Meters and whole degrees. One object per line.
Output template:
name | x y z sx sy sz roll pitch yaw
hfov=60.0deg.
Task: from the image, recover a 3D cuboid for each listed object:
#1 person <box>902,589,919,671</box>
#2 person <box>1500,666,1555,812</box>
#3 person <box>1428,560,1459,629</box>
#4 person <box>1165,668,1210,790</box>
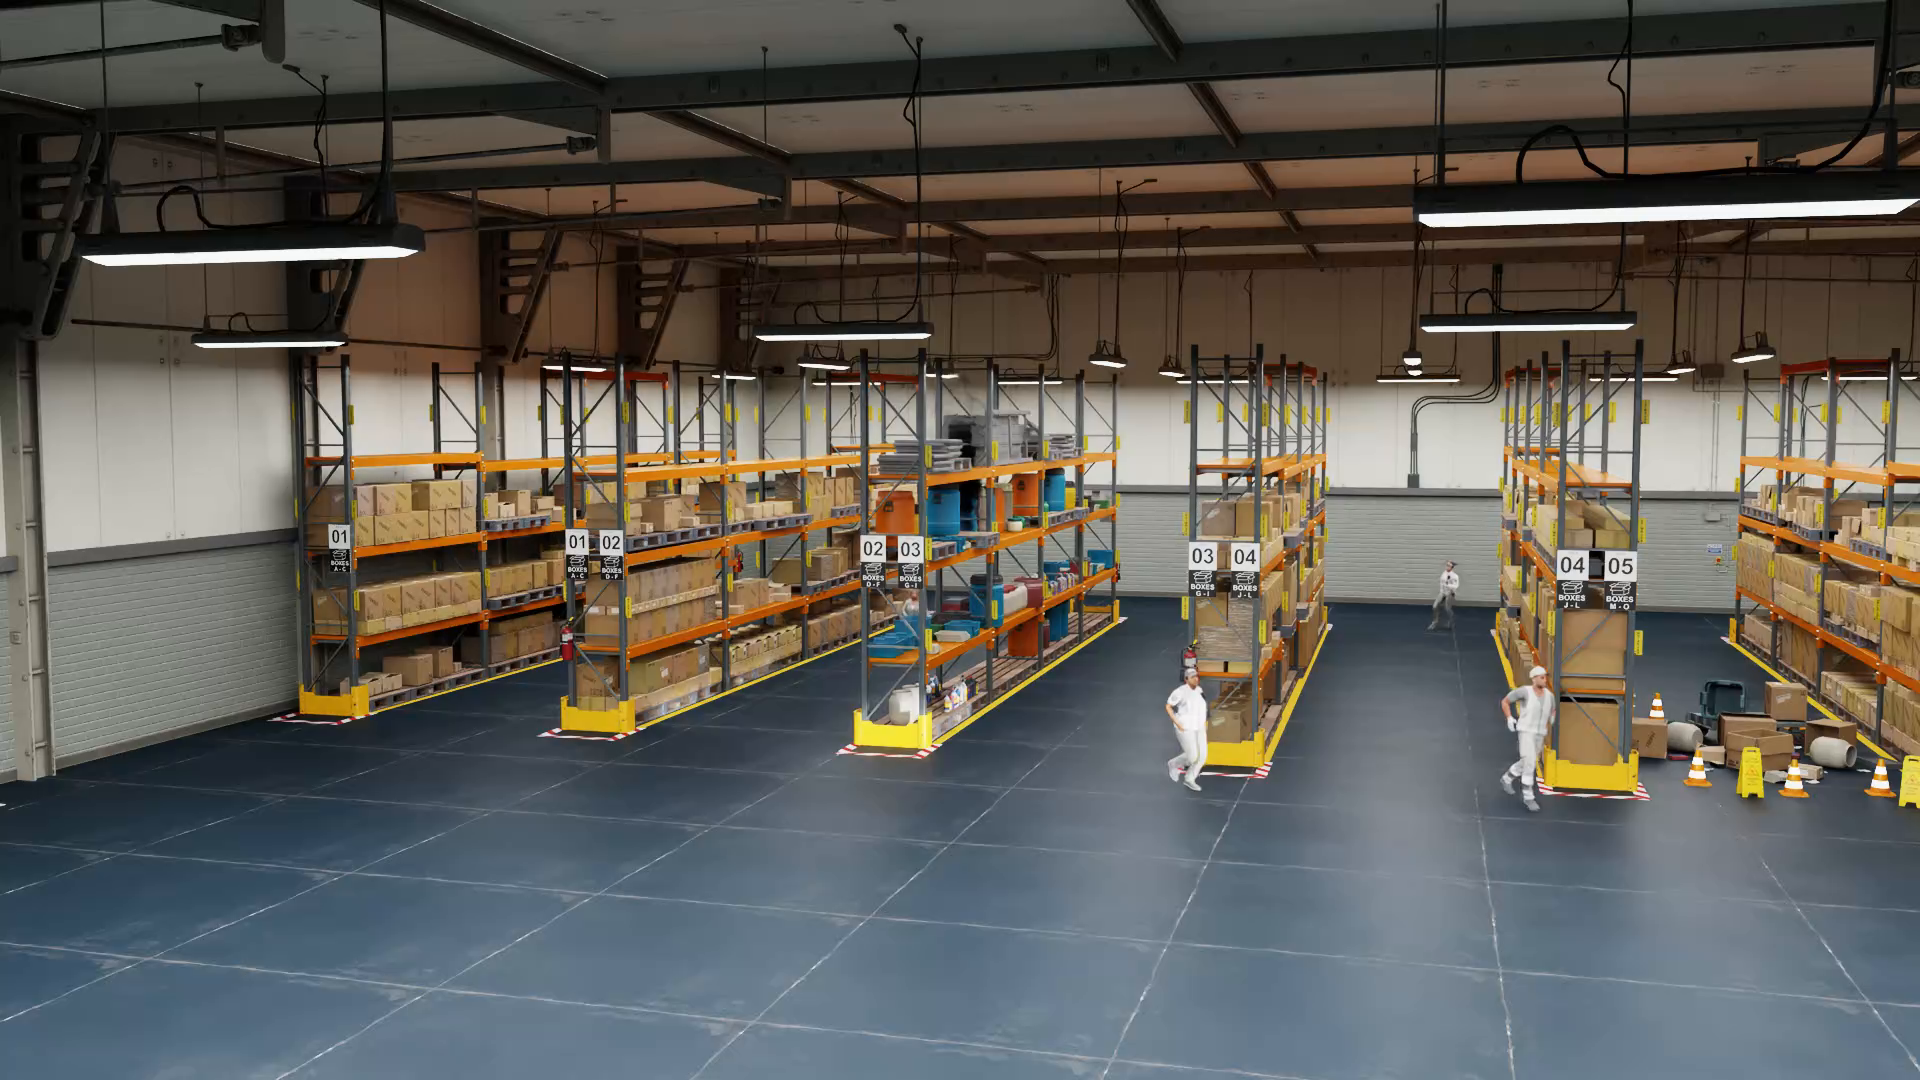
person | -0.910 1.763 32.720 0.503 1.614 0.703 0 4 4
person | 7.370 2.520 21.439 0.694 1.789 0.906 -1 5 -18
person | 11.394 1.288 38.797 0.691 1.676 0.719 -3 5 -31
person | 3.080 2.529 22.320 0.627 1.620 0.533 -3 5 -35
